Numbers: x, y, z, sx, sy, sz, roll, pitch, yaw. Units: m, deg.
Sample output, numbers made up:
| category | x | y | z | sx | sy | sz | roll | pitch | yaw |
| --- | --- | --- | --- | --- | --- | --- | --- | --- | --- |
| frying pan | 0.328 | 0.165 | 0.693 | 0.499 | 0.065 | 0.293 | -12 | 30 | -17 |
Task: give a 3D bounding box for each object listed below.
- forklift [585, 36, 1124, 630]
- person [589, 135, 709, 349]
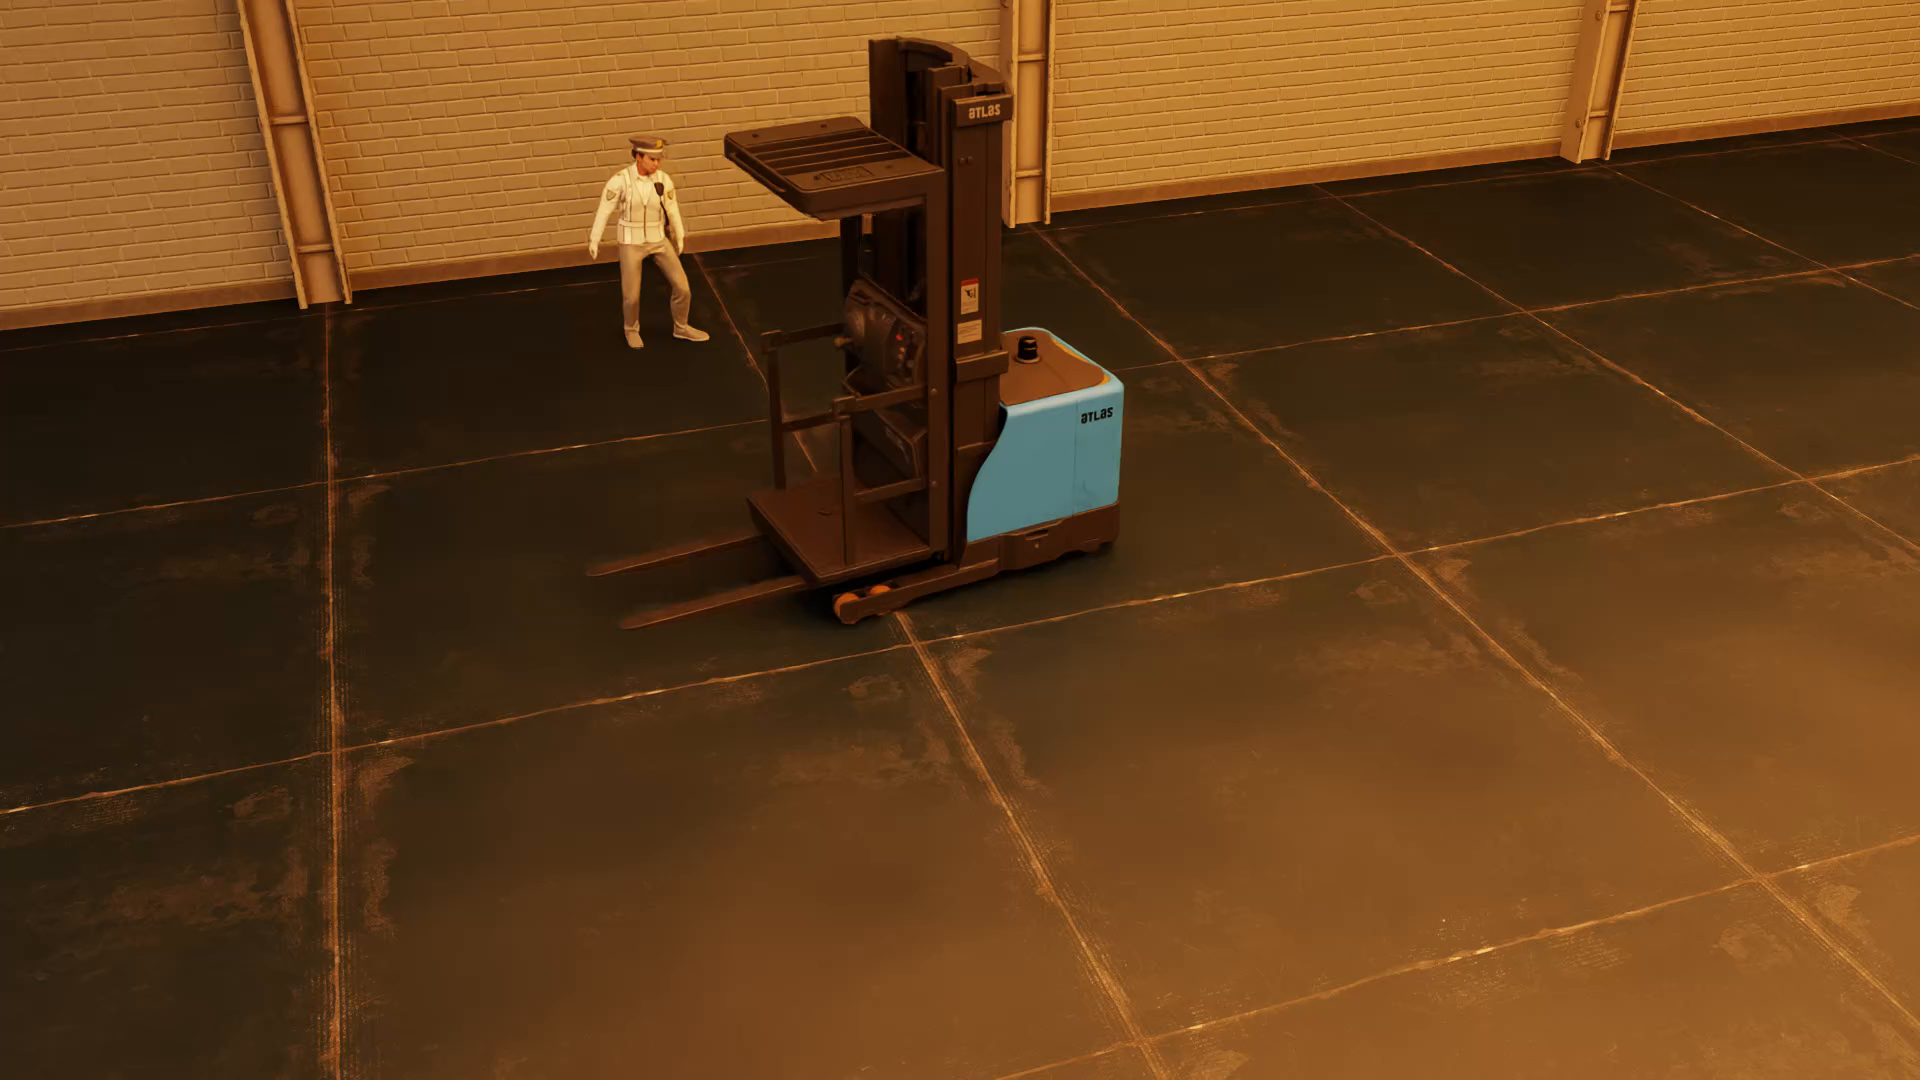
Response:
| category | x | y | z | sx | sy | sz | roll | pitch | yaw |
| --- | --- | --- | --- | --- | --- | --- | --- | --- | --- |
| forklift | -0.597 | -1.106 | 9.009 | 3.031 | 2.935 | 1.130 | -15 | 33 | -24 |
| person | -2.318 | -2.179 | 12.232 | 0.810 | 1.642 | 0.423 | -11 | 32 | -18 |
